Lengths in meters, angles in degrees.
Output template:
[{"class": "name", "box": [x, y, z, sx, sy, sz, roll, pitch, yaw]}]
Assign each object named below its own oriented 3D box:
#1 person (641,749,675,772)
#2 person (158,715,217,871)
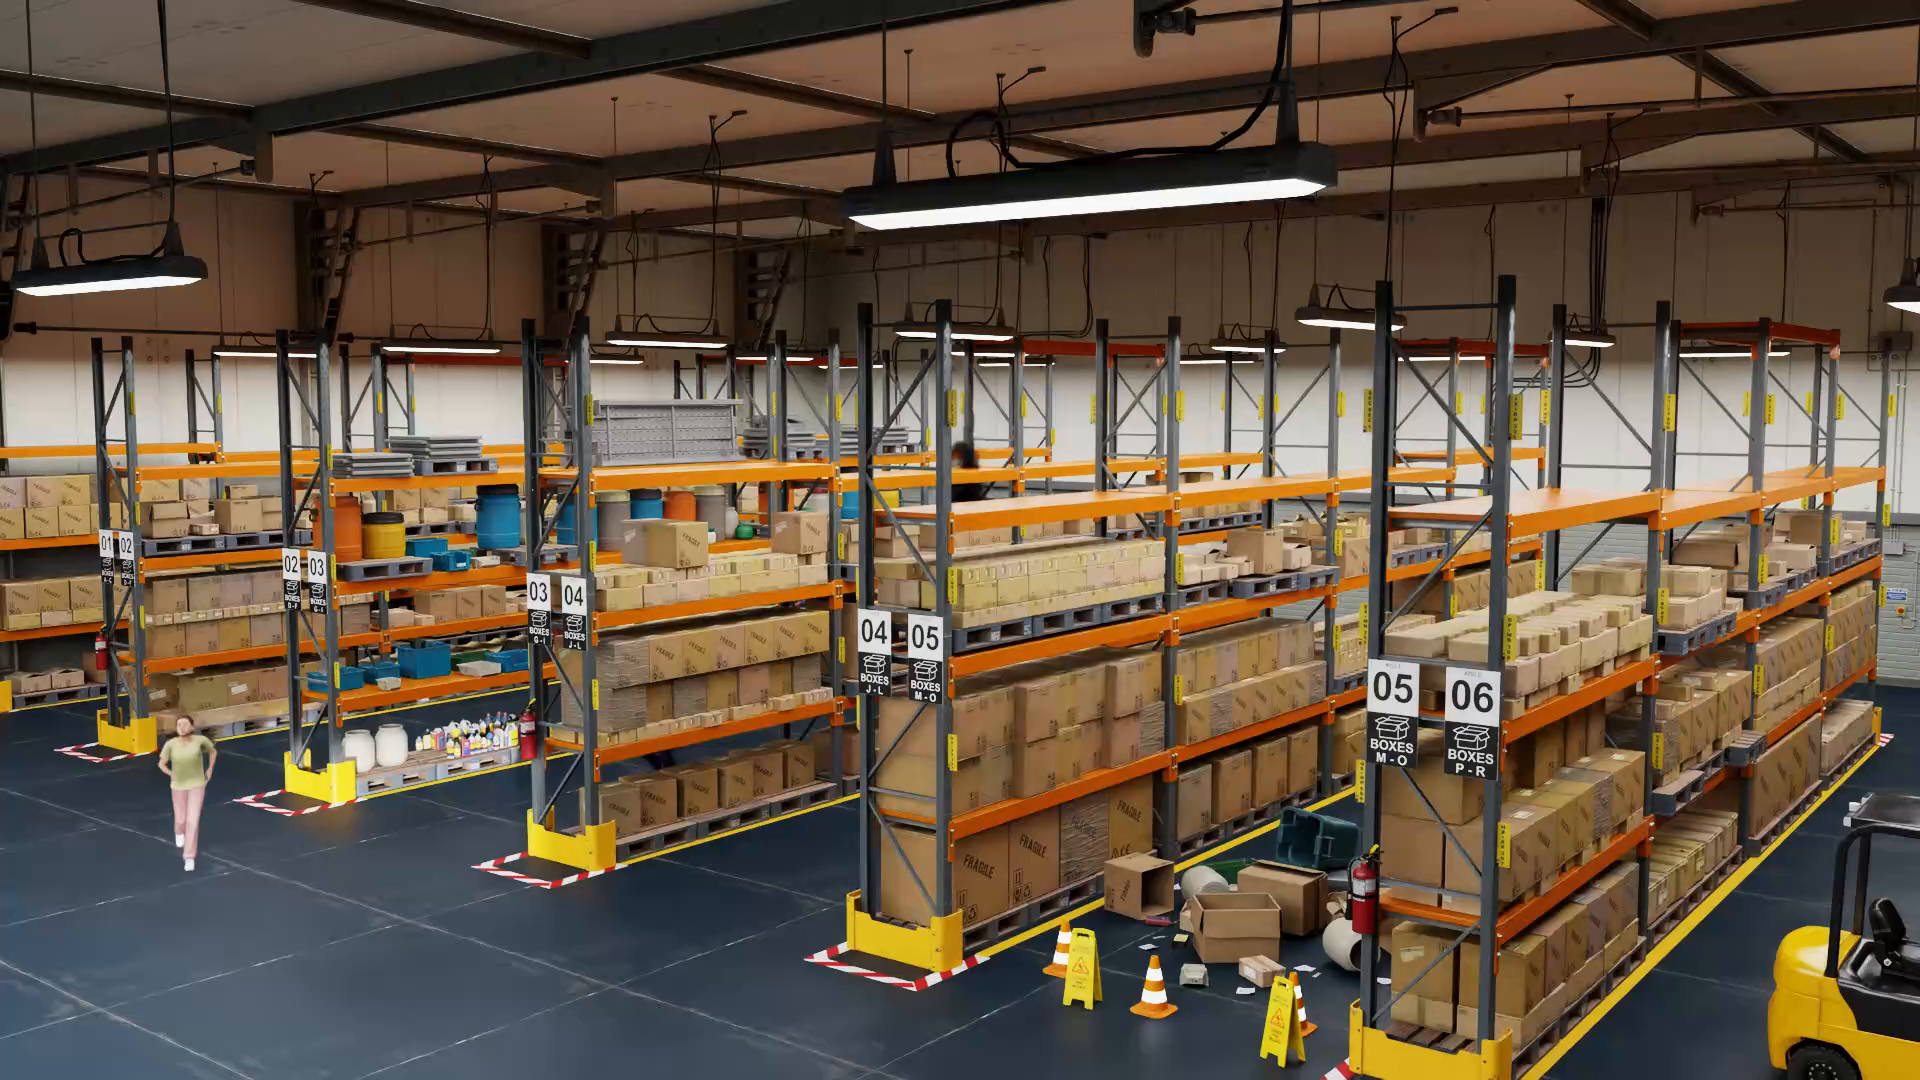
[{"class": "person", "box": [-3.983, 2.451, 21.928, 0.592, 1.609, 0.571, 2, 5, 21]}, {"class": "person", "box": [-8.543, 2.744, 18.422, 0.588, 1.670, 0.903, -2, 5, -21]}]
